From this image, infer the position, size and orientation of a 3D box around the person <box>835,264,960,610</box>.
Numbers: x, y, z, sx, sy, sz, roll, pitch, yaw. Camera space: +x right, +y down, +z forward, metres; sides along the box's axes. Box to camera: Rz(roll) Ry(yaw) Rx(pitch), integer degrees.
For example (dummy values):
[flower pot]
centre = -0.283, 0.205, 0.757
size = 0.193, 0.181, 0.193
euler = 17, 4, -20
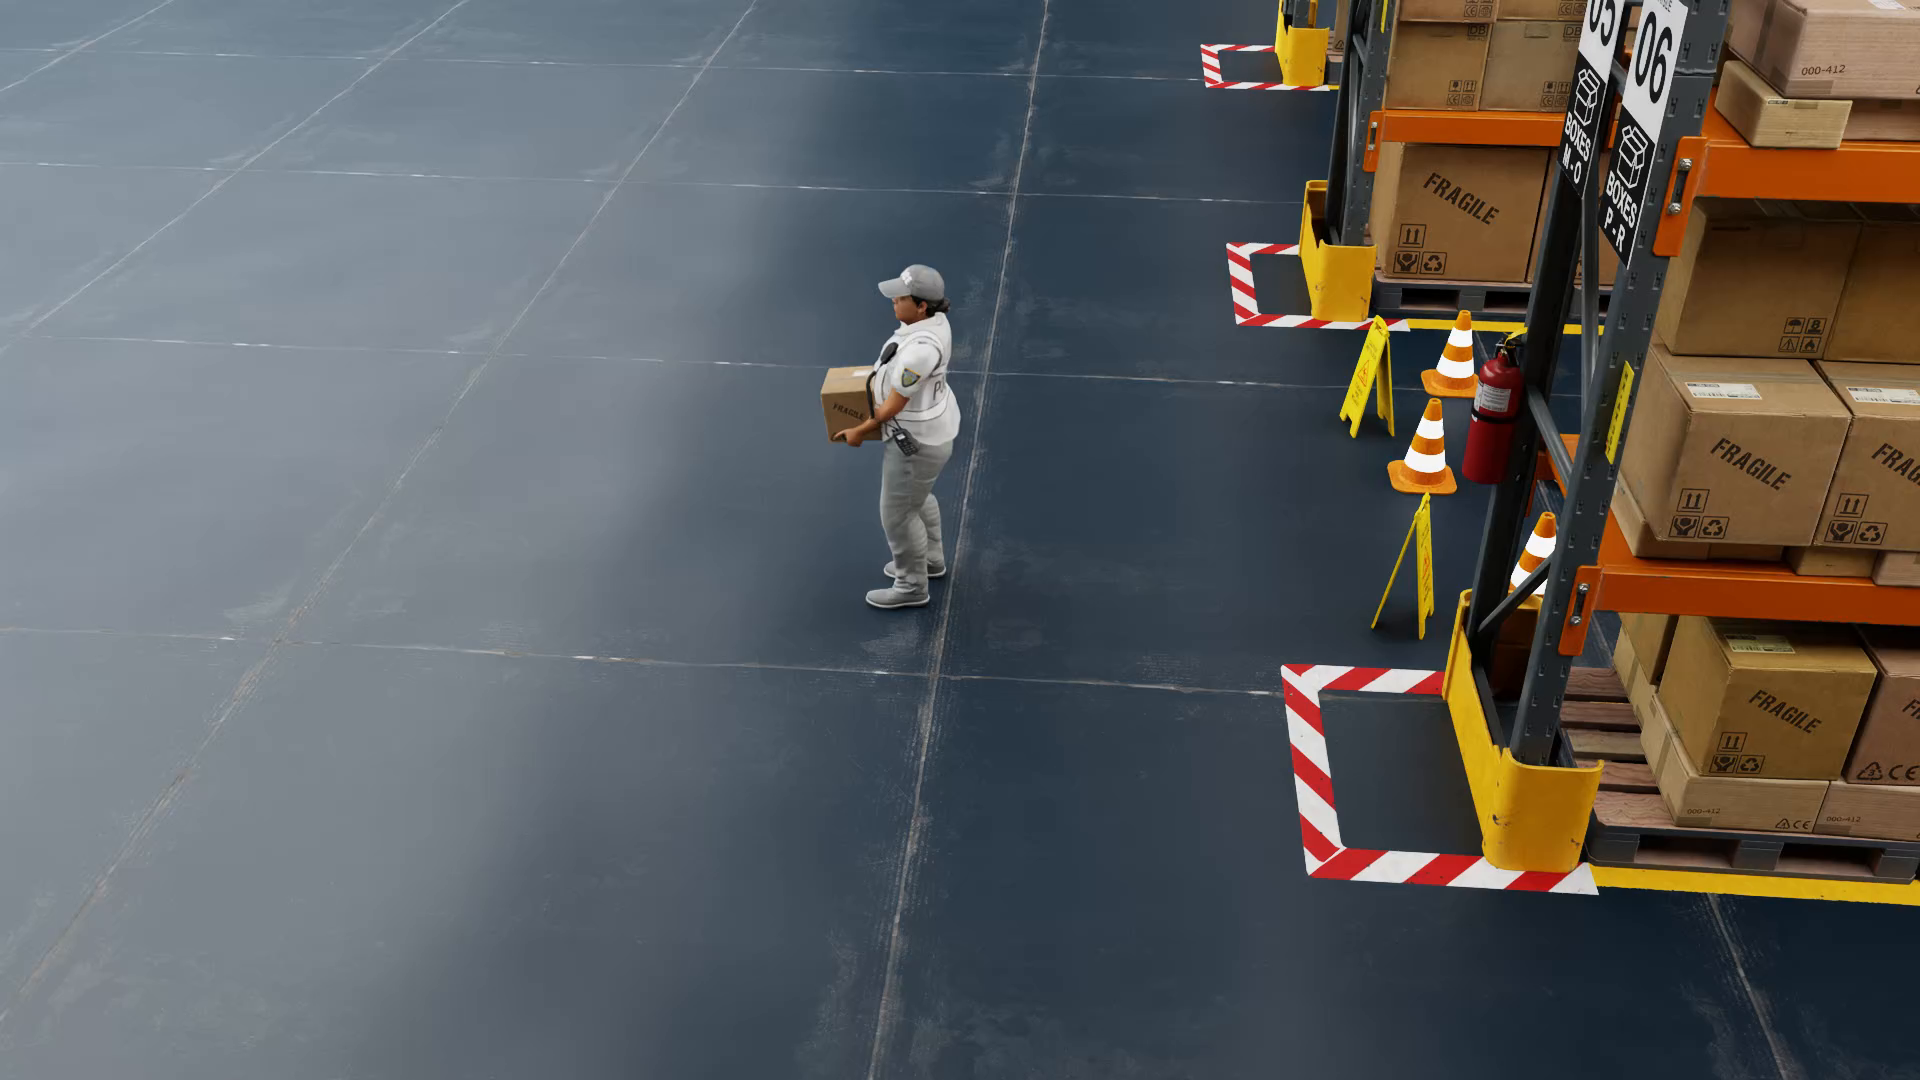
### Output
[person]
centre = -0.273, -0.463, 7.484
size = 0.544, 1.662, 0.452
euler = 3, 32, 4
